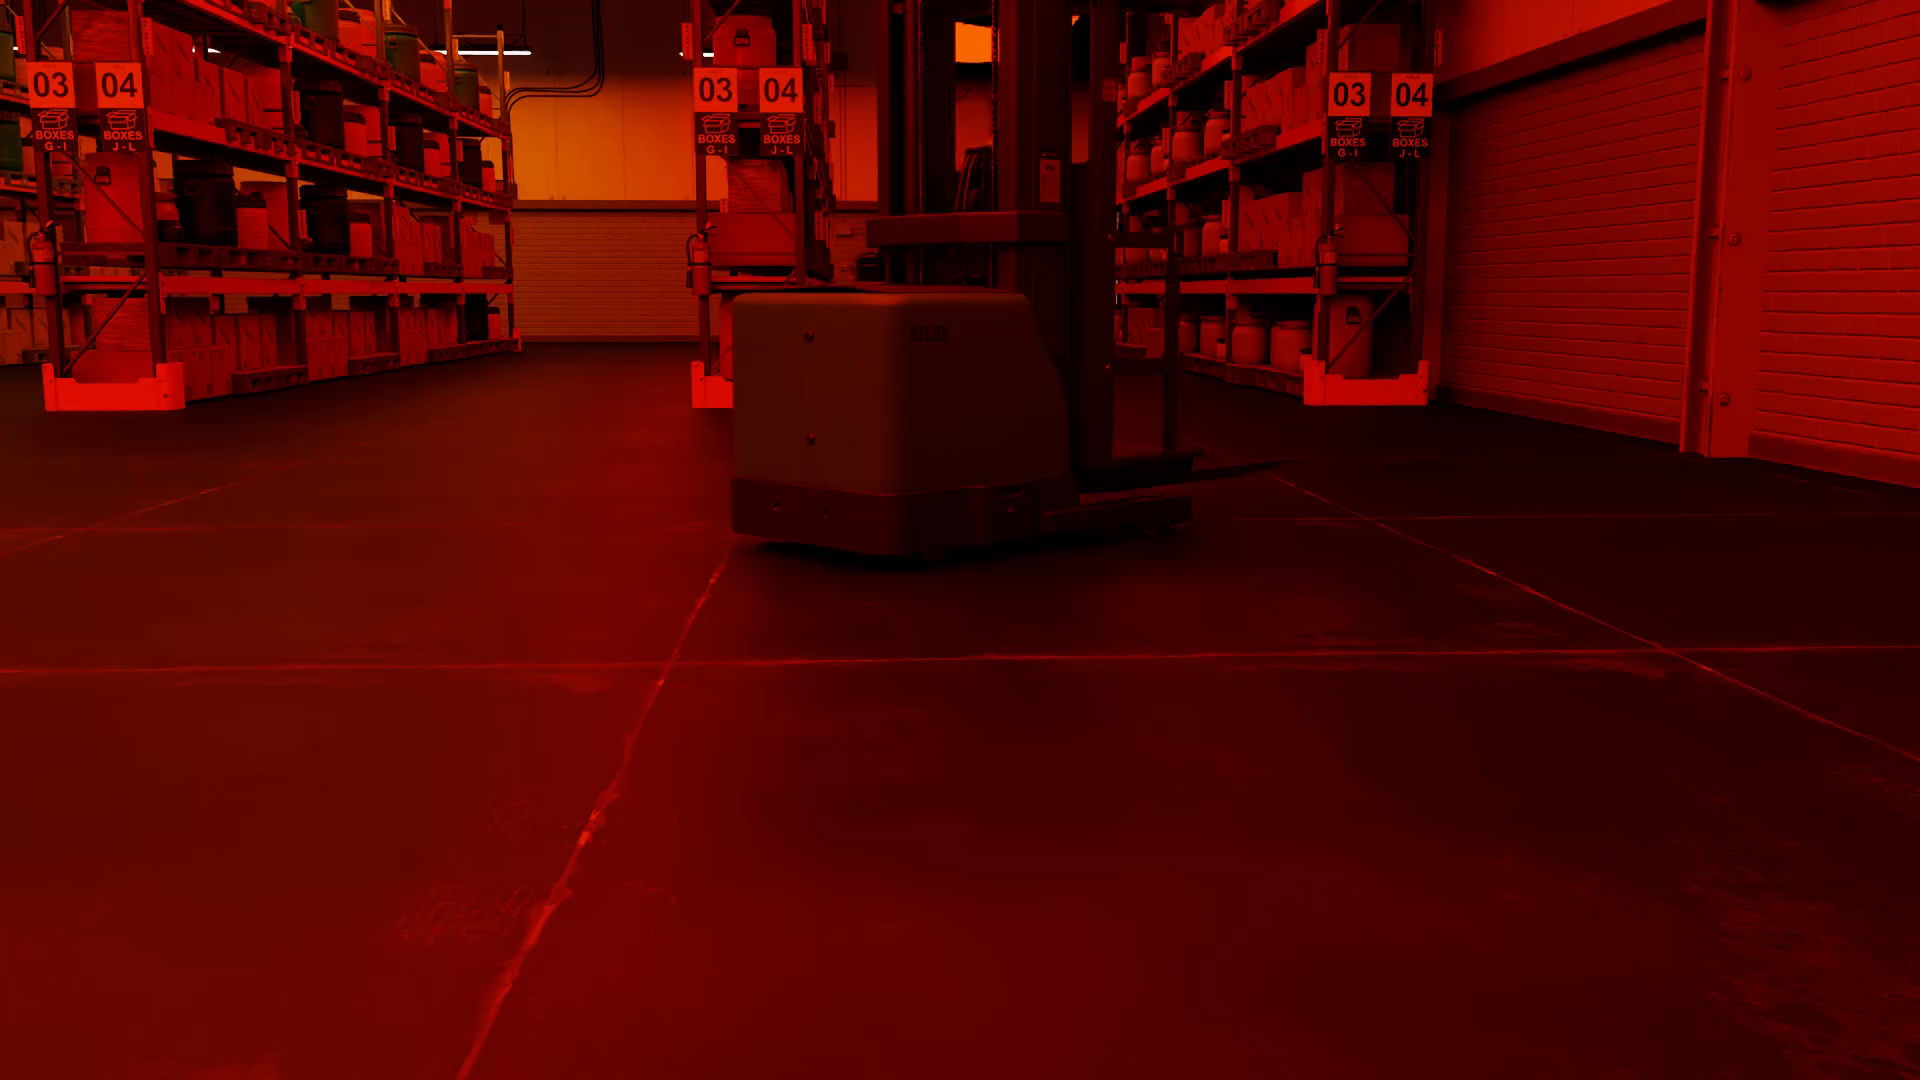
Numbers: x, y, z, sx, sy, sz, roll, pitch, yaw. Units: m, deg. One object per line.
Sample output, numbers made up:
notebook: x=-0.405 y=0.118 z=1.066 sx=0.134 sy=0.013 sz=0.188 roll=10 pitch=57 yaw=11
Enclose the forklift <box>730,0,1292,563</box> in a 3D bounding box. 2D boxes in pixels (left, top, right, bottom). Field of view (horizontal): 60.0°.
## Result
forklift: x=0.420 y=-1.523 z=7.586 sx=1.130 sy=2.935 sz=3.031 roll=8 pitch=12 yaw=44
